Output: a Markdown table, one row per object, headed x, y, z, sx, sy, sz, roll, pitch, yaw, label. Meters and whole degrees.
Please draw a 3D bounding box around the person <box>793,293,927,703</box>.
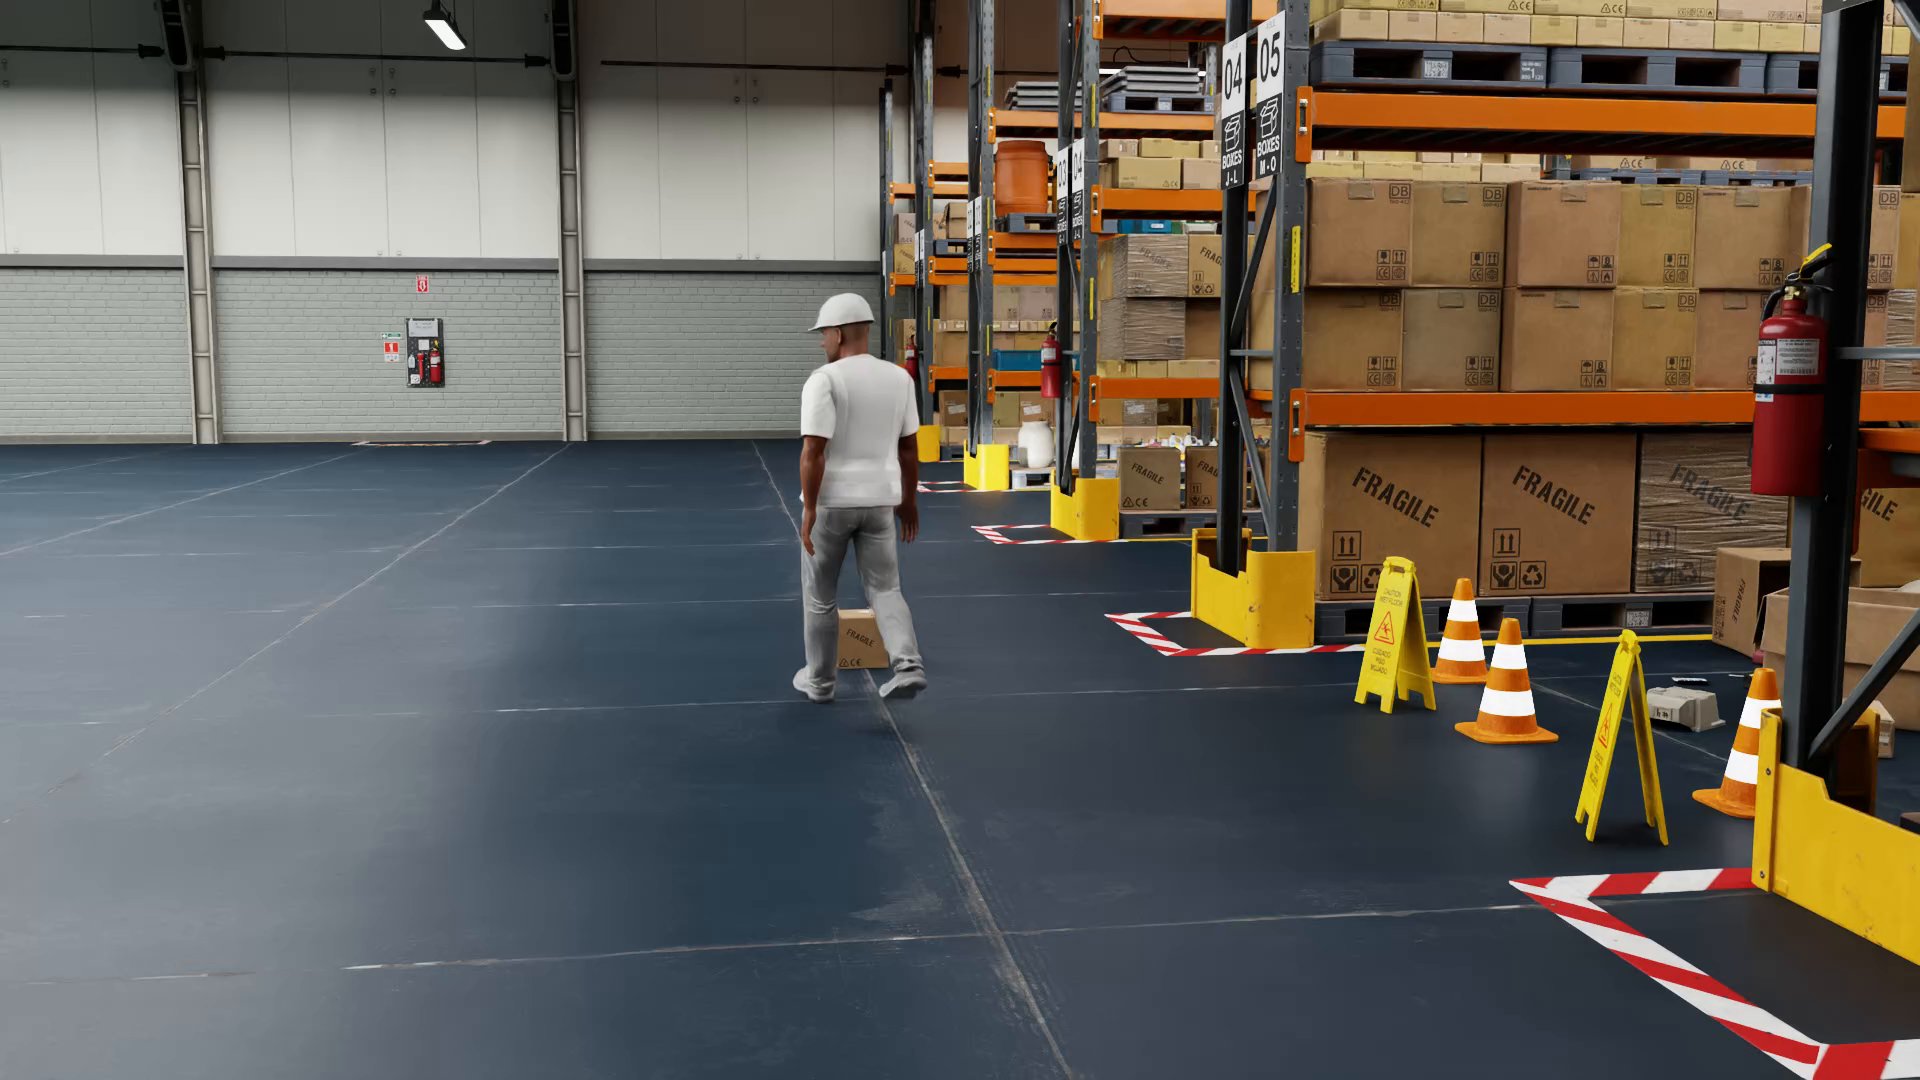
| x | y | z | sx | sy | sz | roll | pitch | yaw | label |
| --- | --- | --- | --- | --- | --- | --- | --- | --- | --- |
| -0.422 | -0.154 | 6.986 | 0.606 | 1.749 | 0.927 | -3 | 7 | -28 | person |
